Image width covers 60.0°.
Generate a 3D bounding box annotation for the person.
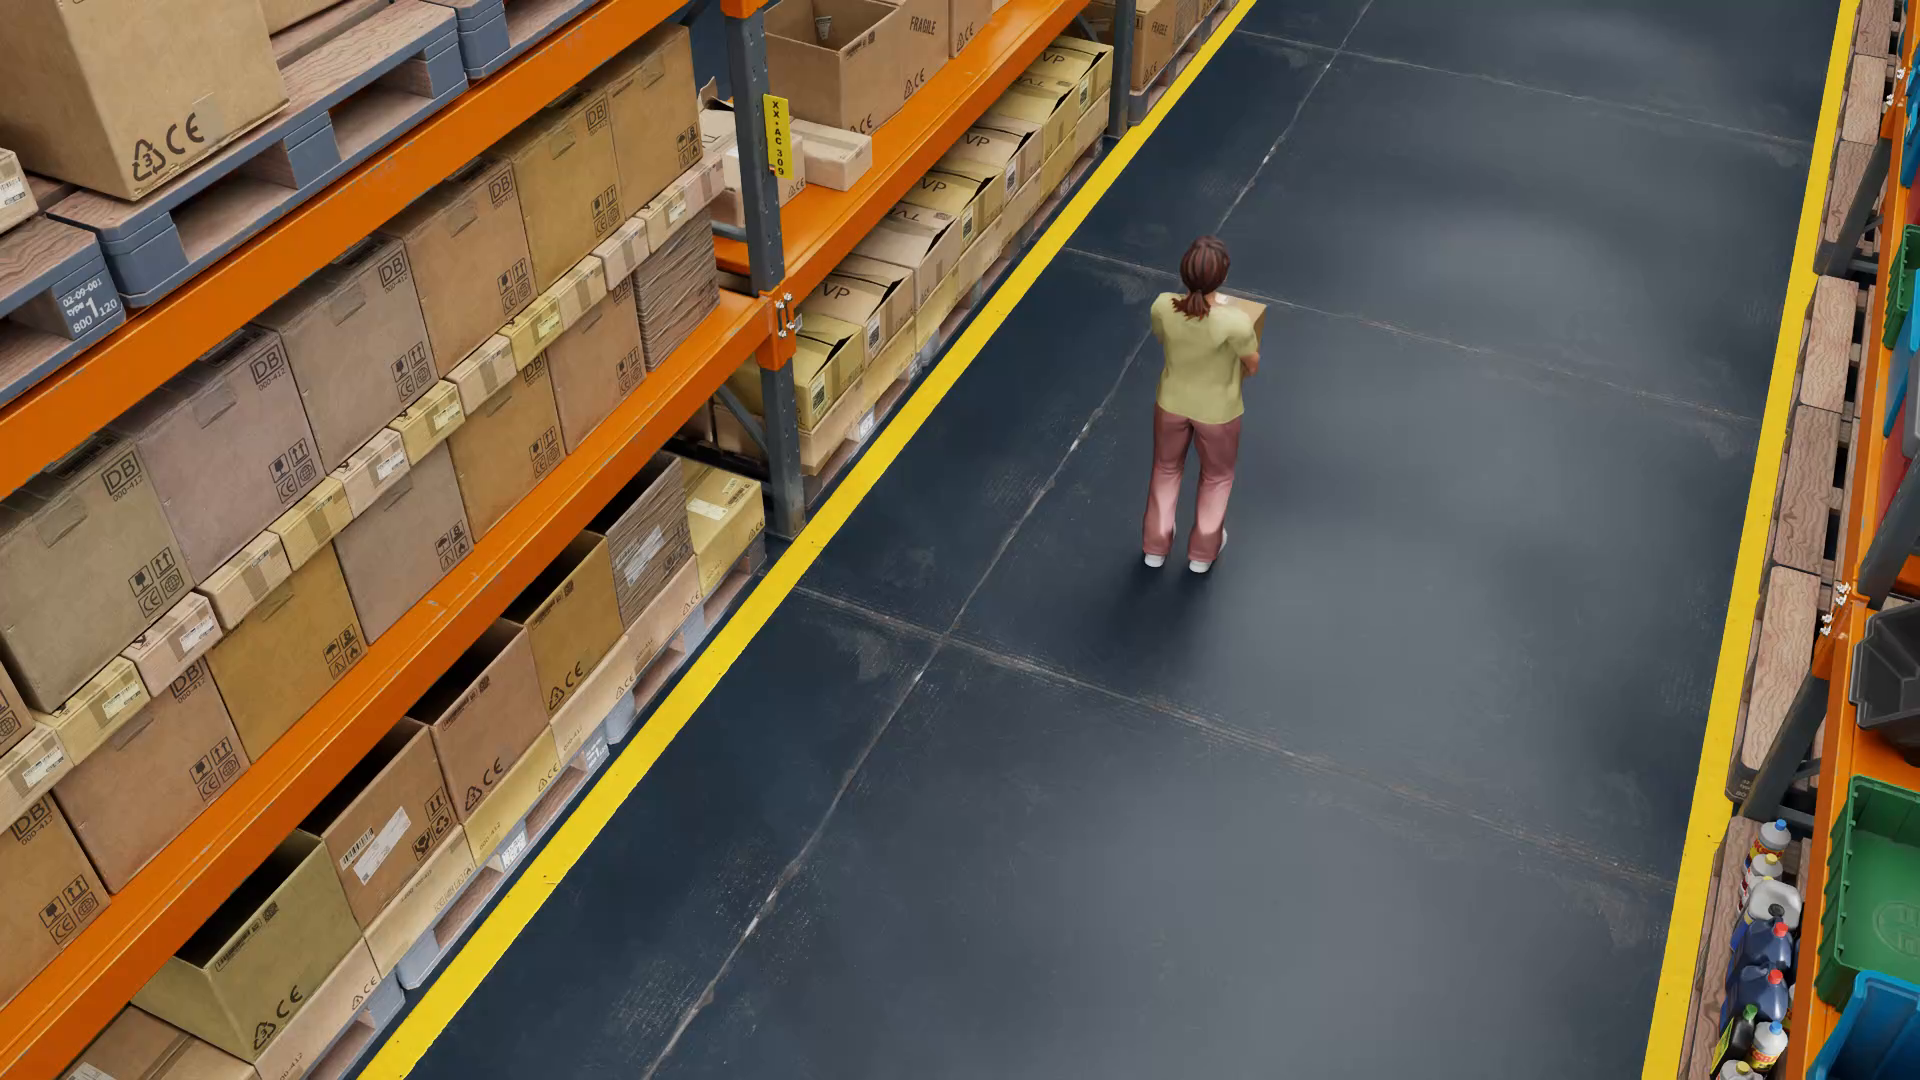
[{"bbox_3d":[0.985,-0.572,6.801,0.427,1.662,0.553,18,45,19],"label":"person"}]
